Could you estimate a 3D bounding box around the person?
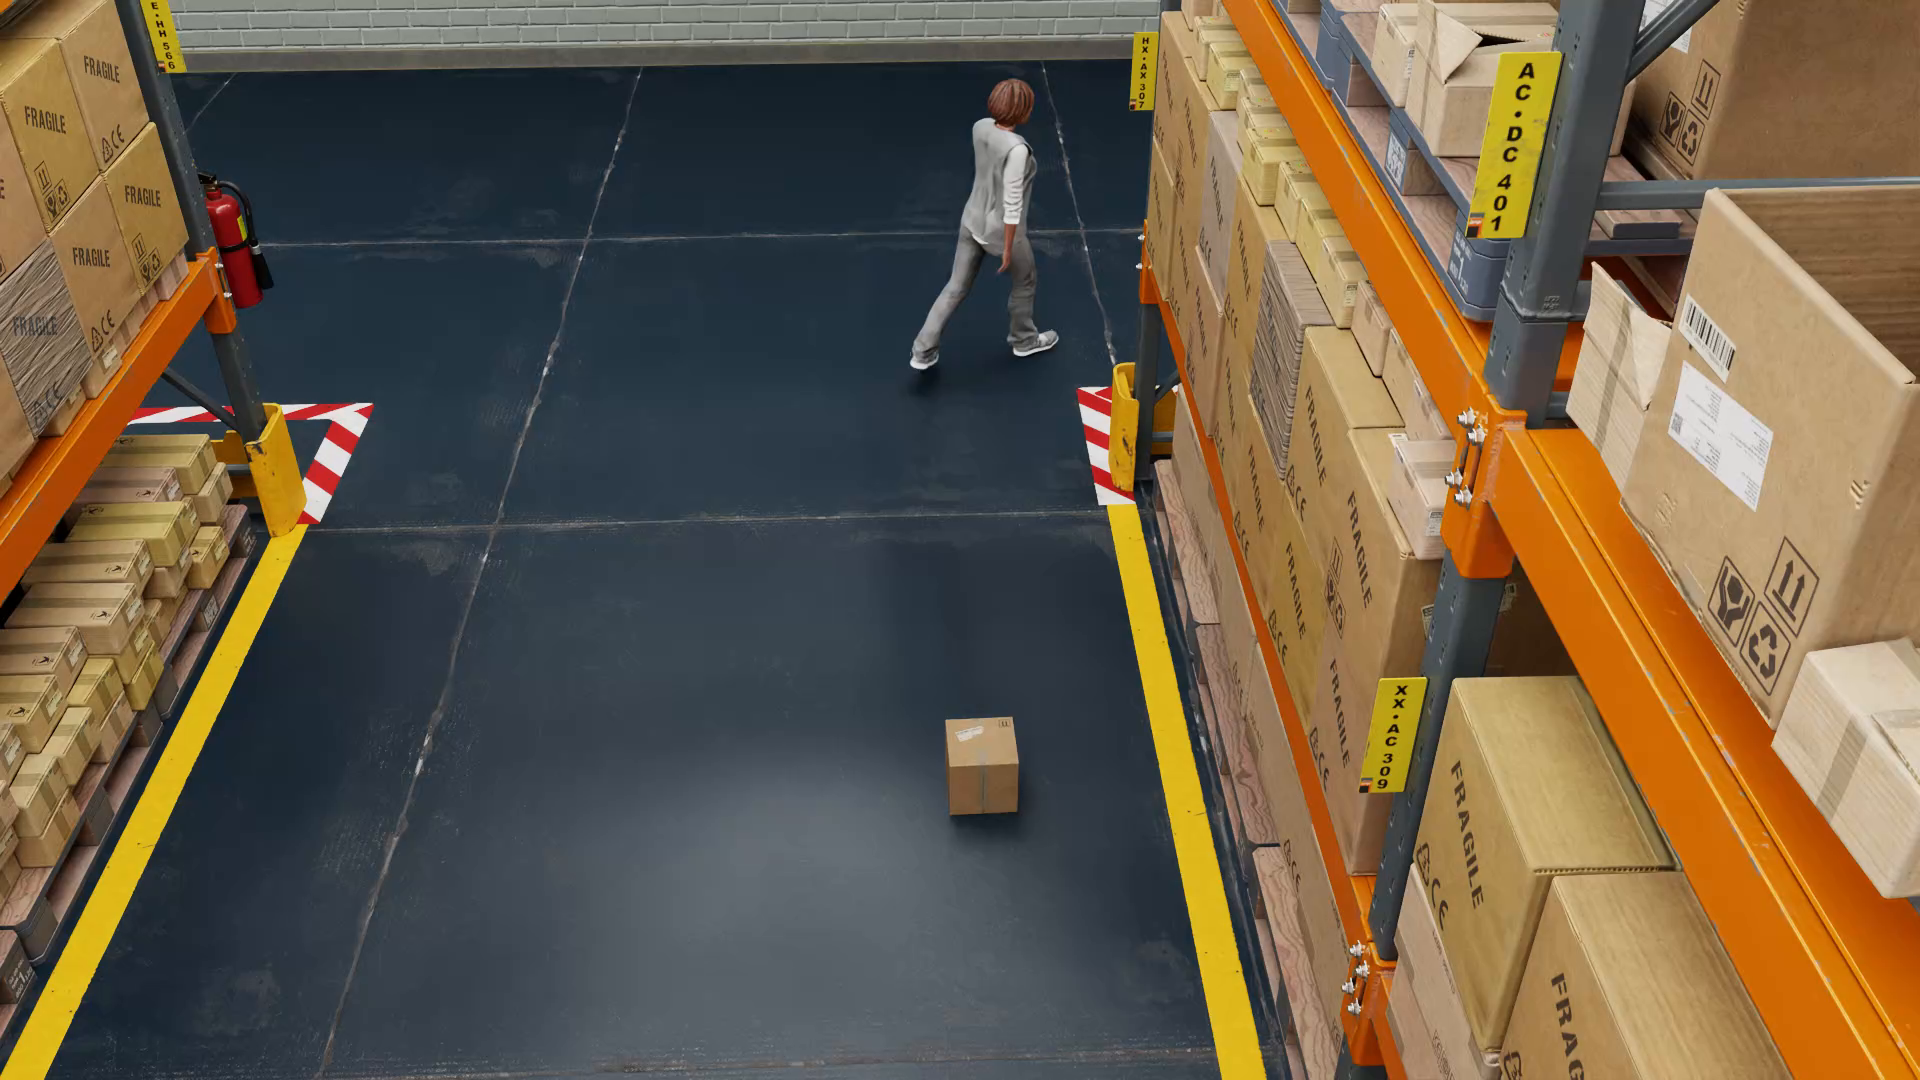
[{"bbox_3d":[0.155,-1.551,8.312,0.889,1.554,0.468,-23,42,-29],"label":"person"}]
